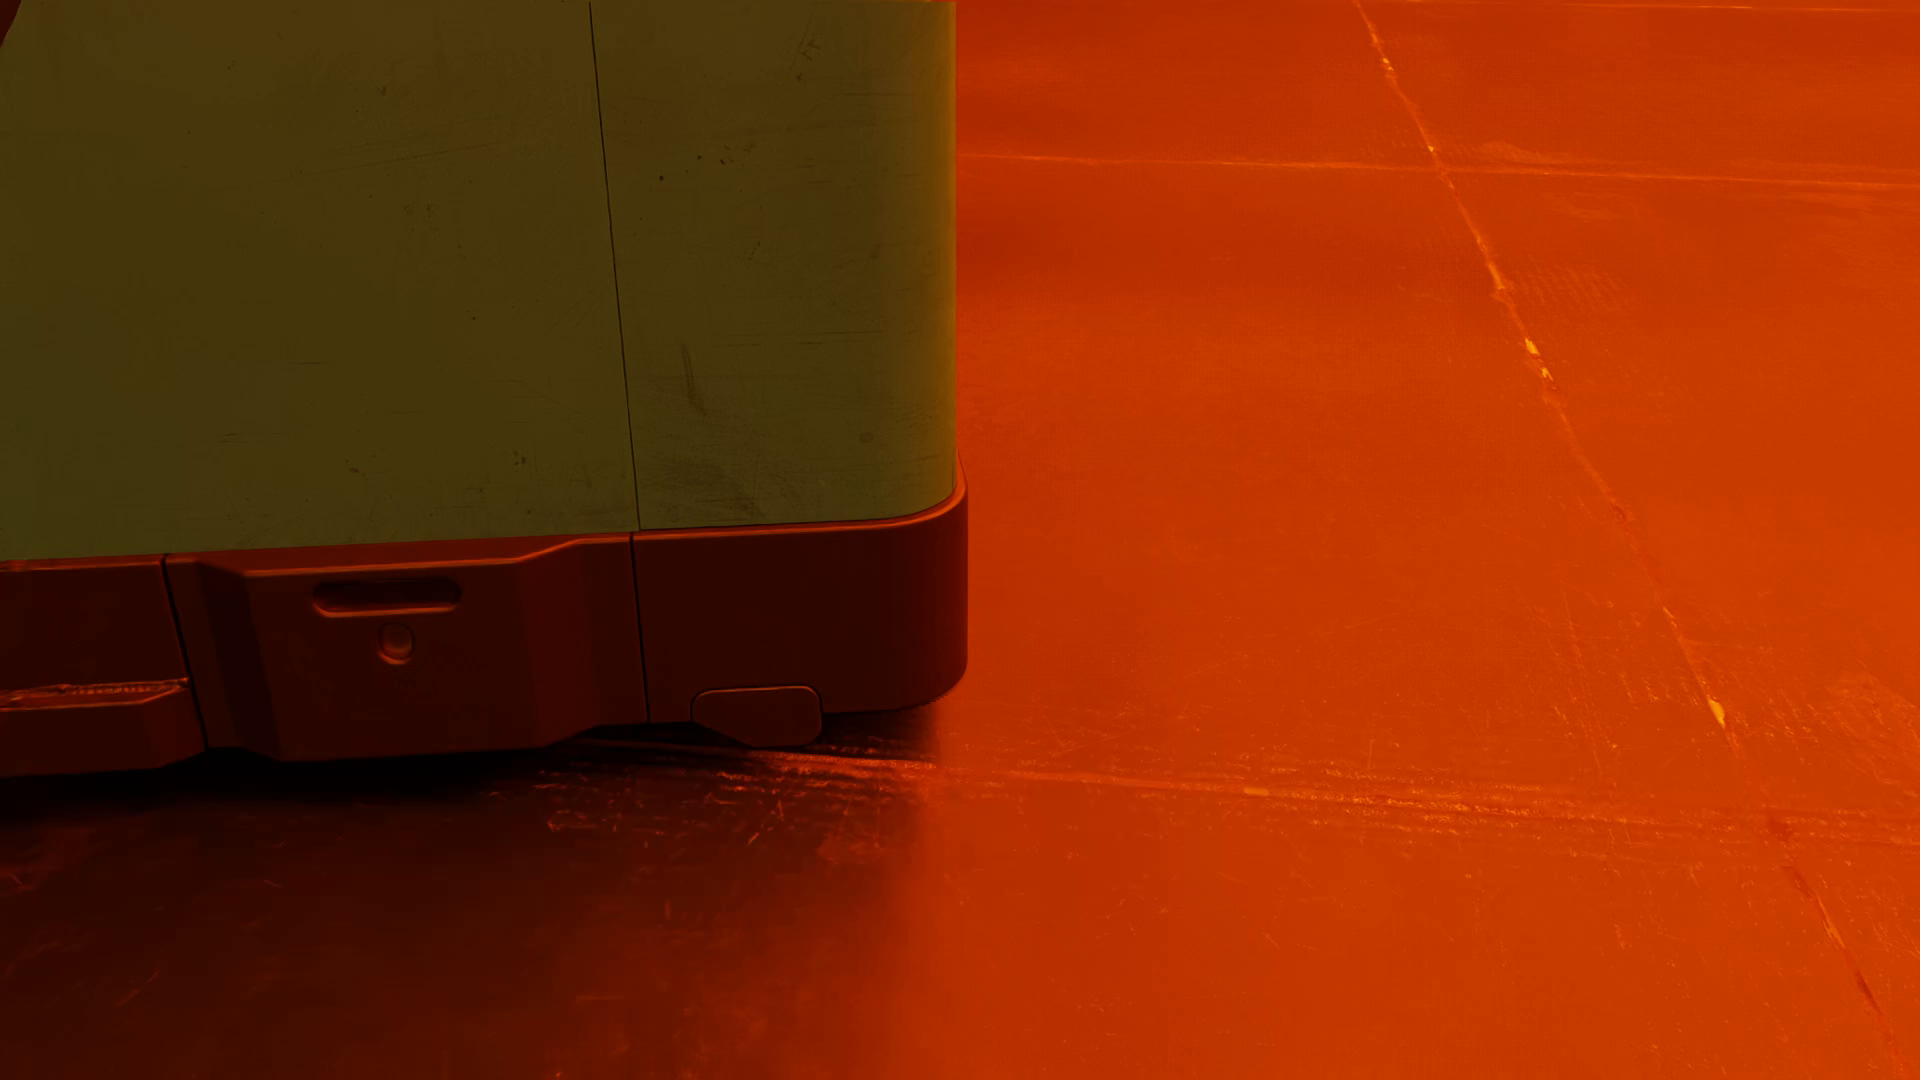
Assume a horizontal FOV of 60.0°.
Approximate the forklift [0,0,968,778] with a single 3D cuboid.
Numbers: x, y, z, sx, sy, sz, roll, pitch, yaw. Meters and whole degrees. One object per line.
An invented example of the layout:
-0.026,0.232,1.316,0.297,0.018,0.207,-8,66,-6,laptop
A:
-1.543,-1.214,1.649,3.031,2.935,1.130,-3,27,-6,forklift
